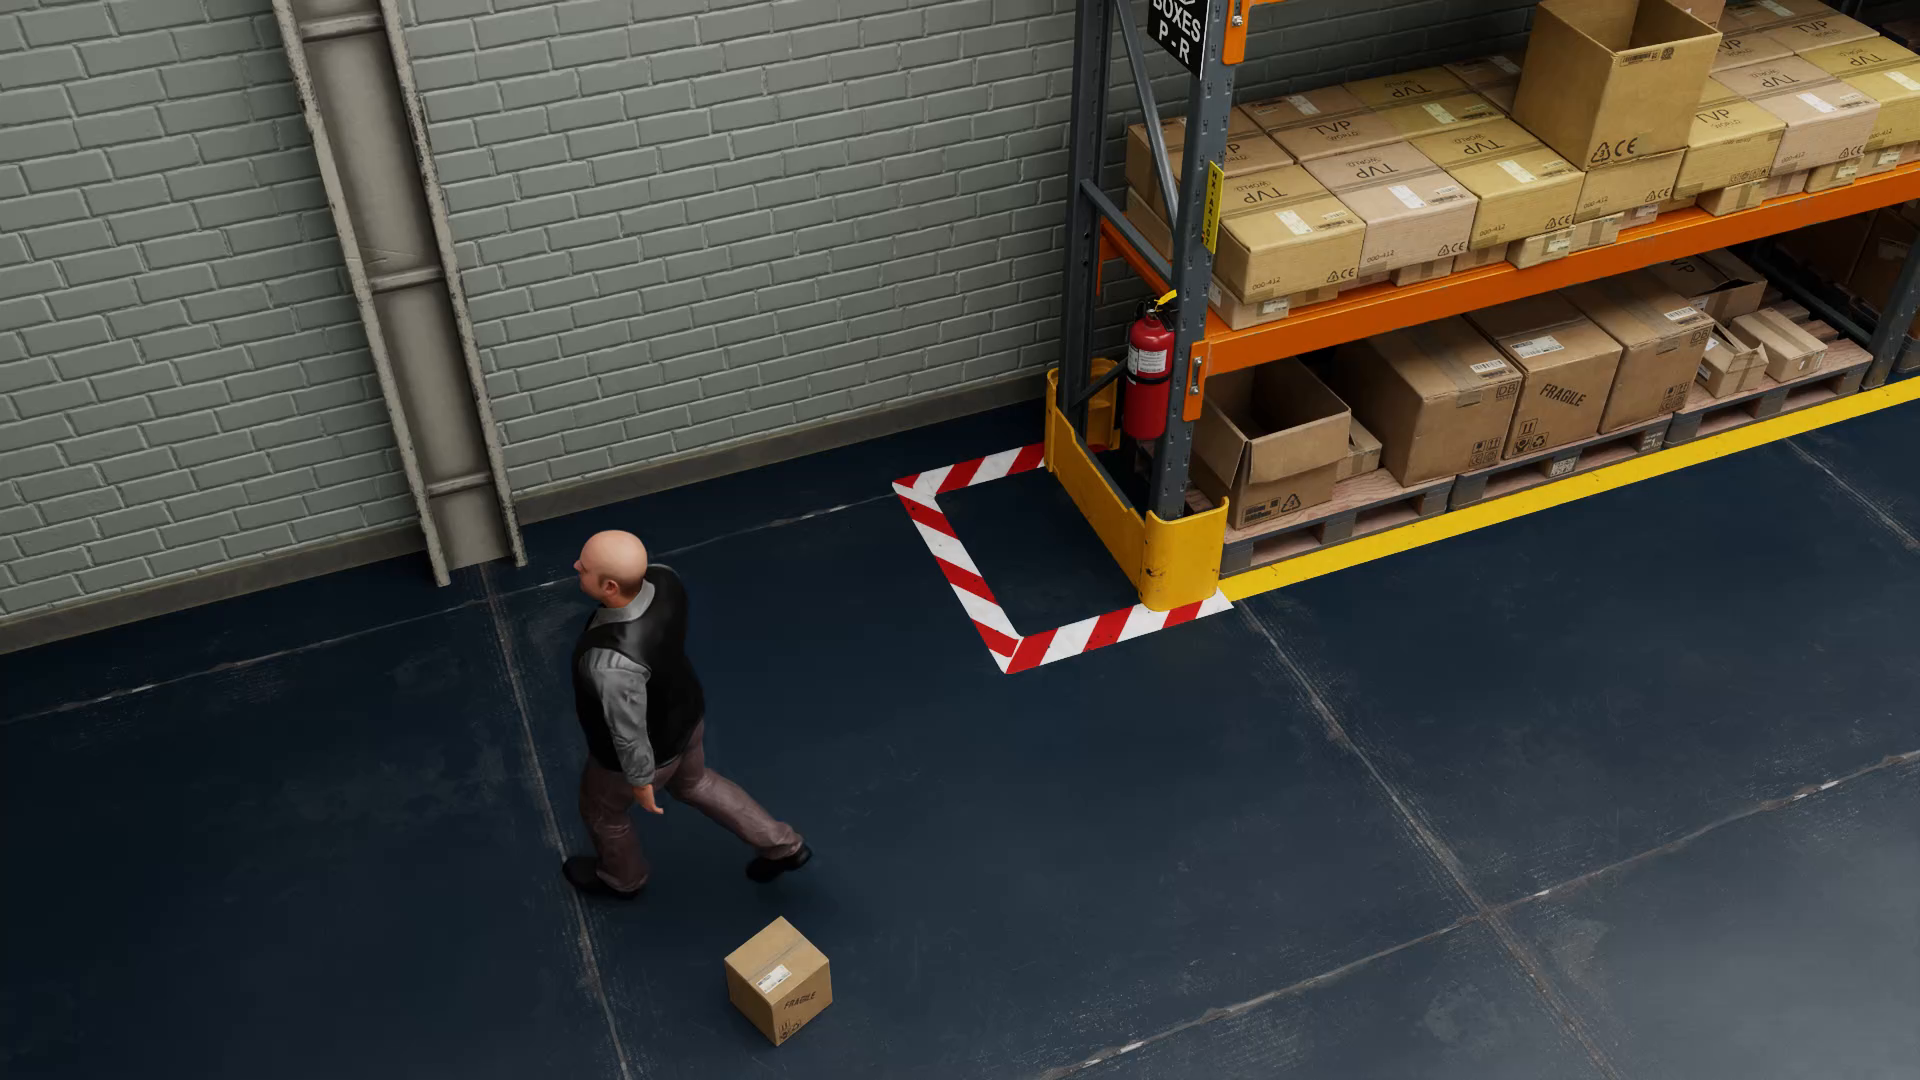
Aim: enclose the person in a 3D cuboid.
[{"bbox_3d":[-0.985,0.632,5.460,0.908,1.692,0.532,12,43,13],"label":"person"}]
